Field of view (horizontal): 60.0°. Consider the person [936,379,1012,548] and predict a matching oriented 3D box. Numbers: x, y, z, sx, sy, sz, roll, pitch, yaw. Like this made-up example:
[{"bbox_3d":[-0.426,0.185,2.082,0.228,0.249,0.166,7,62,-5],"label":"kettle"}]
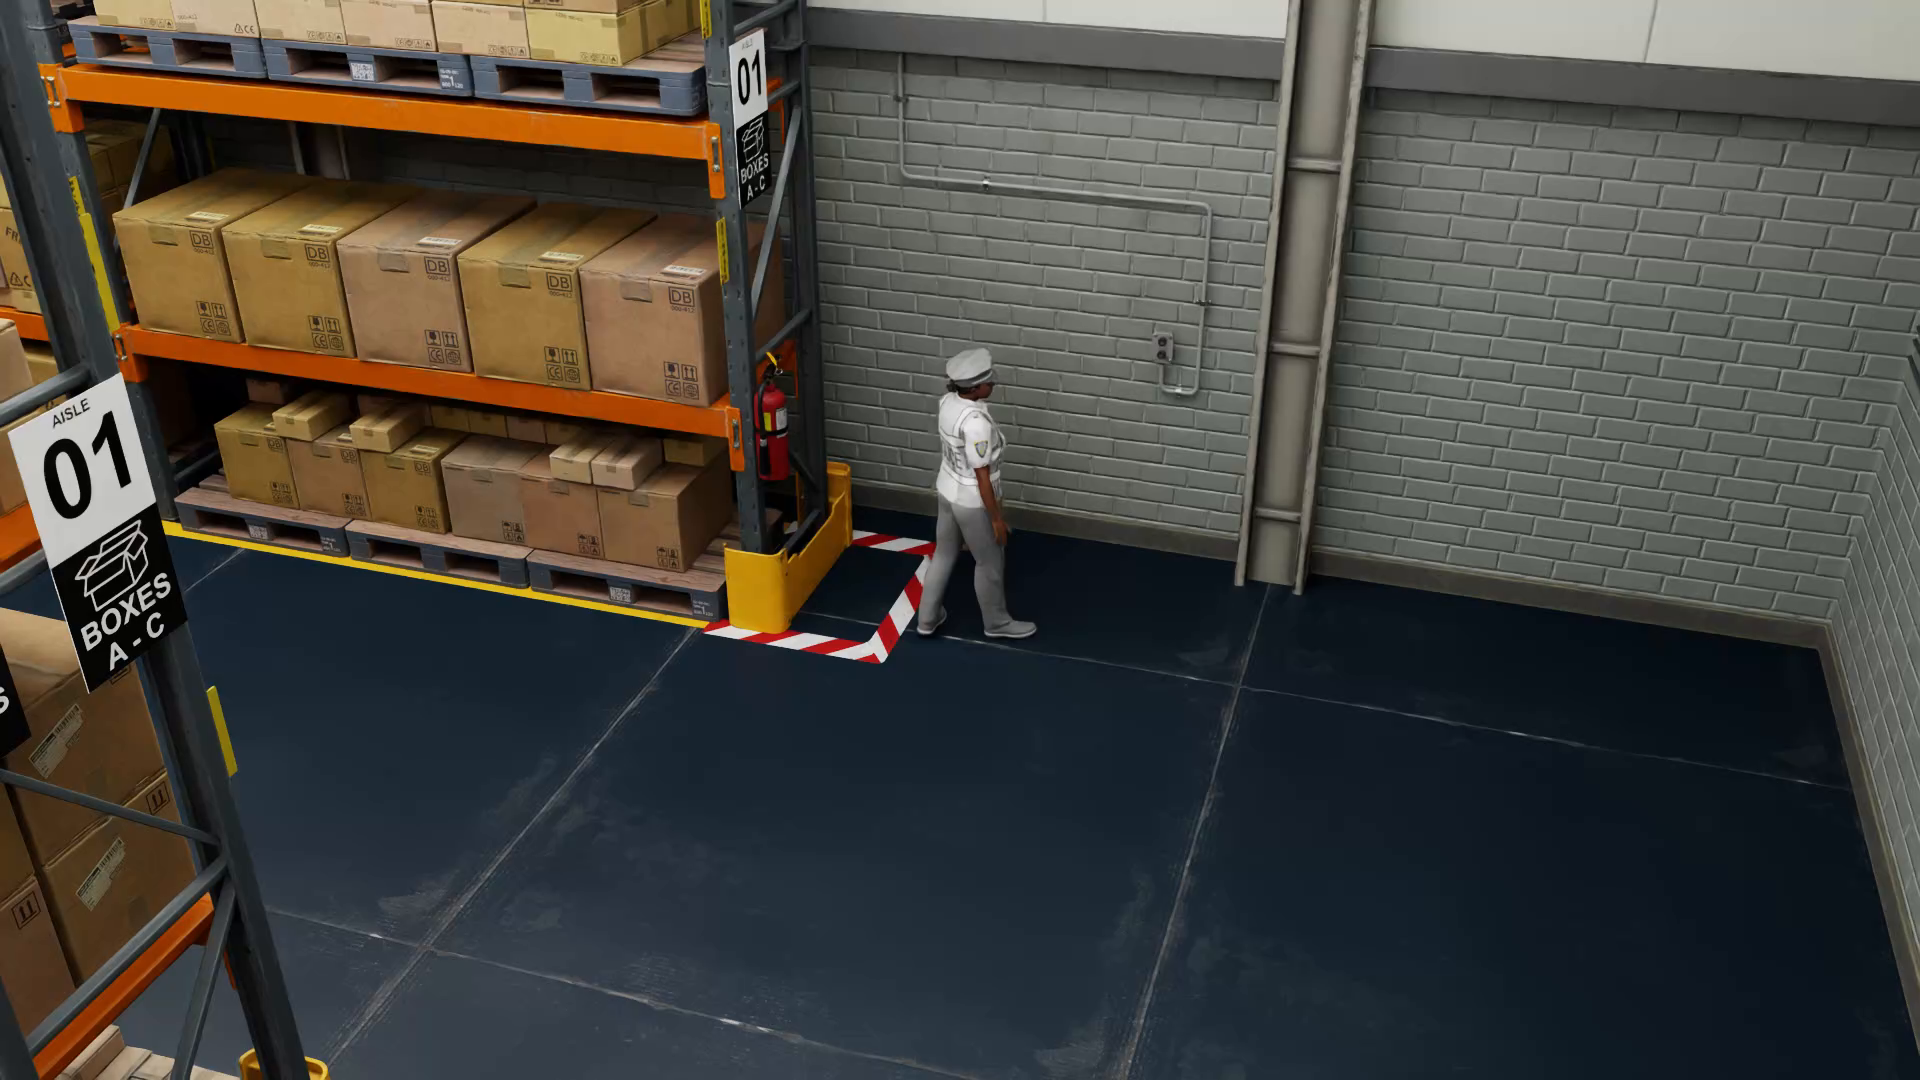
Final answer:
[{"bbox_3d":[0.079,-0.496,8.679,0.343,0.963,0.584,-14,32,-23],"label":"person"}]
